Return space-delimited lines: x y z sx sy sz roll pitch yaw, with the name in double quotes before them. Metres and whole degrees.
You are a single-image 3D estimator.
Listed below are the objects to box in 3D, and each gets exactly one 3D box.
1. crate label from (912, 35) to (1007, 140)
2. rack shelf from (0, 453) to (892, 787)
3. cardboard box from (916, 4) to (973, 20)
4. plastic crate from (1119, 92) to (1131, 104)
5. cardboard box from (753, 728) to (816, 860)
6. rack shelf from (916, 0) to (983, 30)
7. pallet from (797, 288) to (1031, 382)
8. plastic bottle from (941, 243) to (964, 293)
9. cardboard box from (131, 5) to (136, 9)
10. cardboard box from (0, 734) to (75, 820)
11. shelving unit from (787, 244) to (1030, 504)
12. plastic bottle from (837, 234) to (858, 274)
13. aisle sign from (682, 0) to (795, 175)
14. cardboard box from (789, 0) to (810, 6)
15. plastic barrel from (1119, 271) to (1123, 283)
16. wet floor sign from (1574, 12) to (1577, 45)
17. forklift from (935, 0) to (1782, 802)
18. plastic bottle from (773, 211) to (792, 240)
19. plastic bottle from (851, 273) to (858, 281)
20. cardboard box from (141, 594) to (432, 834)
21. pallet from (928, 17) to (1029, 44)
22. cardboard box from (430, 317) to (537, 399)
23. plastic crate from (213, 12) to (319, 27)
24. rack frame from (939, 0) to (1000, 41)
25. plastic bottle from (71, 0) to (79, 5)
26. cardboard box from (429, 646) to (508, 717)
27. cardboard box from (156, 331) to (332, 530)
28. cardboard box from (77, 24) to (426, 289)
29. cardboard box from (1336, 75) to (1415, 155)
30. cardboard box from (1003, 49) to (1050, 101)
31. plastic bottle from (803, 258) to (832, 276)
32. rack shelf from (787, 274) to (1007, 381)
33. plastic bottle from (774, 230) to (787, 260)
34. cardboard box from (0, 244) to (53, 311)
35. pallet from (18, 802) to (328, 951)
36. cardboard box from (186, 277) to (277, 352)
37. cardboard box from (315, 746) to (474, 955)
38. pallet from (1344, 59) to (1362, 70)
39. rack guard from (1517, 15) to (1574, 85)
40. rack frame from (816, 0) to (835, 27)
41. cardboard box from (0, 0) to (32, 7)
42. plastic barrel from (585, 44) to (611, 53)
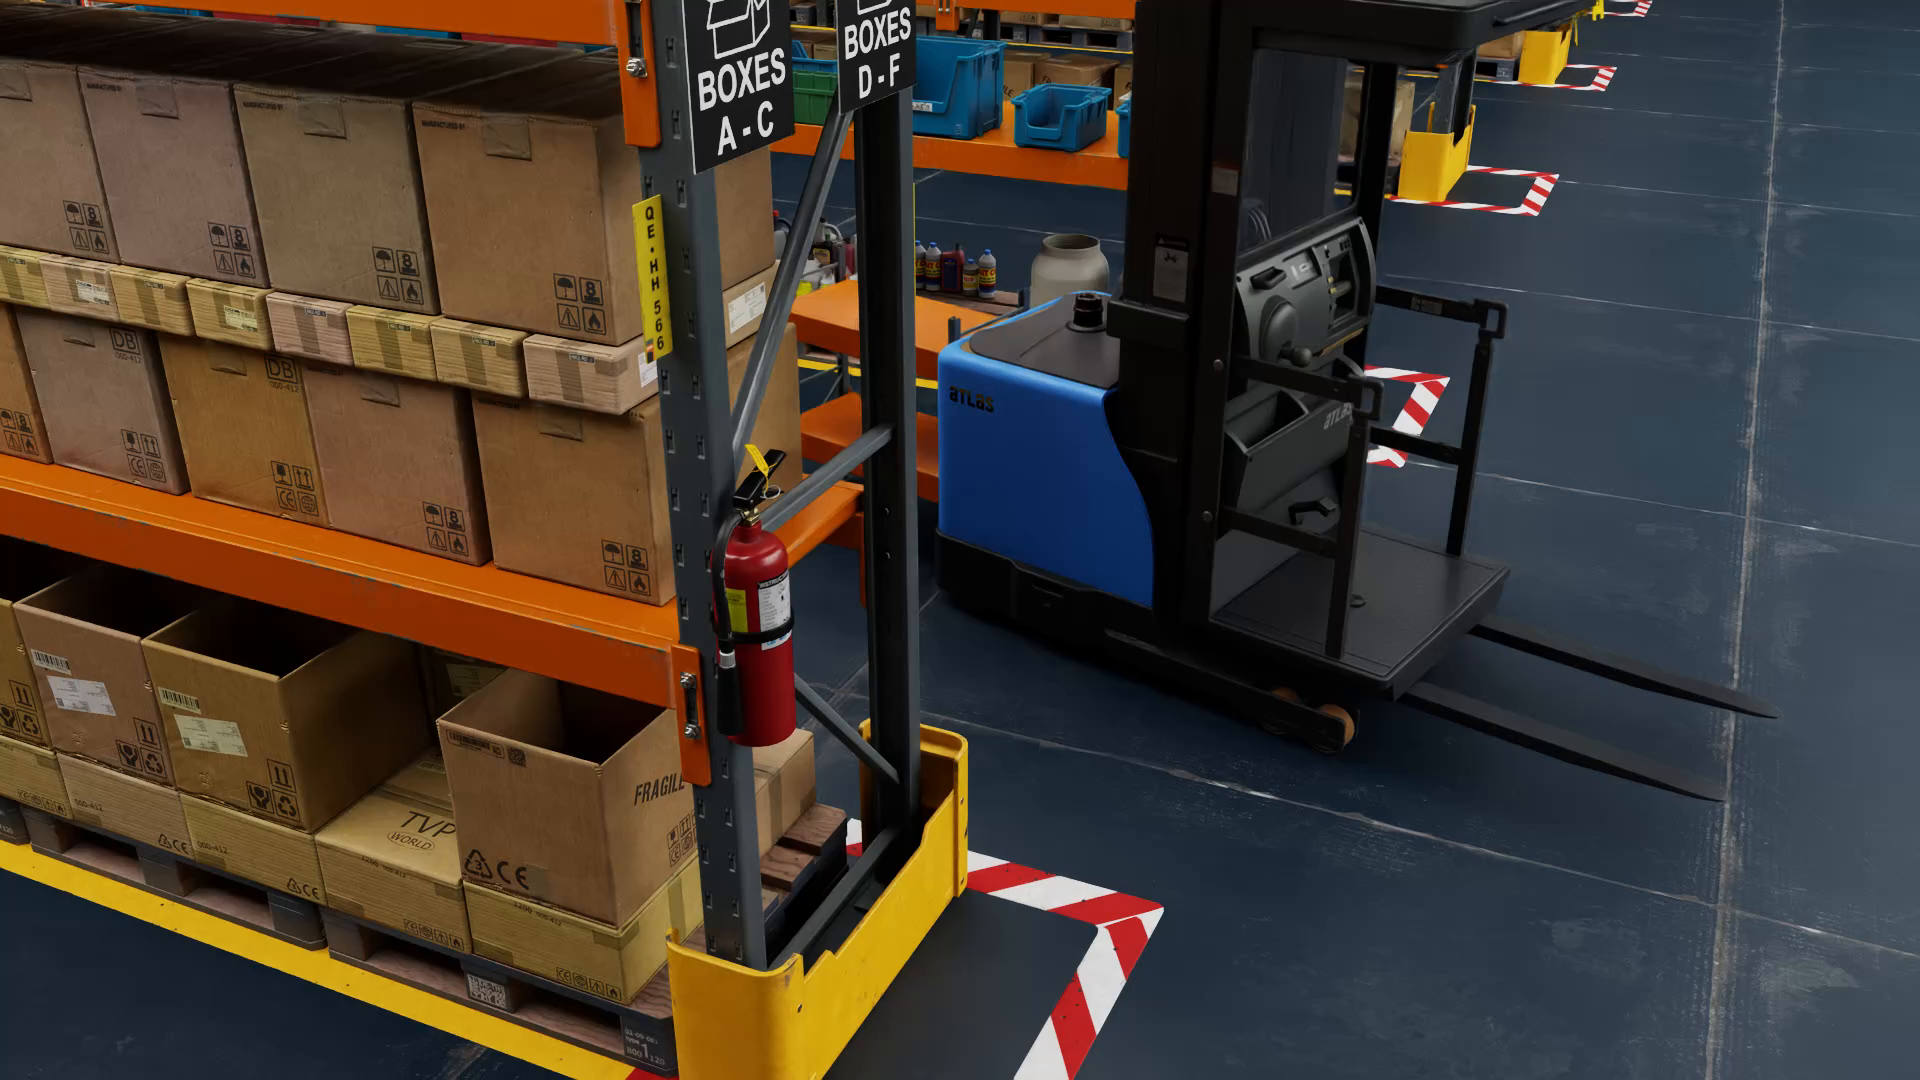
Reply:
"crate label" -0.110 -2.346 8.579 0.616 0.435 0.502 11 28 22
"rack shelf" -2.196 -0.155 4.982 4.000 0.370 1.077 11 28 22
"cardboard box" -0.095 -6.406 18.936 0.750 0.750 1.050 12 29 23
"plastic crate" 0.996 -2.277 8.778 0.250 0.136 0.298 11 28 22
"cardboard box" -0.772 0.746 4.976 0.500 0.250 0.500 11 28 22
"rack shelf" -1.734 -4.868 14.557 4.000 0.370 1.077 11 28 22
"pallet" -0.255 -1.221 9.491 1.213 0.211 1.003 11 28 22
"plastic bottle" -0.042 -1.587 9.654 0.133 0.283 0.061 12 29 23
"cardboard box" -8.582 -5.841 17.647 0.875 0.875 0.875 11 28 22
"cardboard box" -2.814 0.596 5.281 0.500 0.250 0.500 11 28 22
"shelving unit" -0.278 -0.576 7.146 1.048 1.125 0.538 19 32 34
"plastic bottle" -0.643 -1.682 9.856 0.135 0.276 0.152 12 29 23
"aisle sign" -0.438 -1.148 3.242 0.004 0.787 0.394 11 28 22
"cardboard box" -2.116 -6.615 19.644 0.500 0.500 0.500 11 28 22
"plastic barrel" 1.047 -1.264 8.763 0.421 0.512 0.421 0 26 0
"wet floor sign" 6.719 -5.805 18.309 0.232 0.644 0.267 6 27 13
"forklift" 1.368 -0.843 5.643 3.031 2.935 1.130 19 32 34
"plastic bottle" -1.083 -1.806 10.023 0.185 0.351 0.144 10 28 19
"plastic bottle" -0.520 -1.320 9.121 0.135 0.276 0.152 11 28 20
"cardboard box" -1.904 0.442 4.745 0.500 0.500 0.500 11 28 22
"pallet" 0.384 -5.884 18.961 1.213 0.211 1.003 11 28 22
"cardboard box" -1.041 -0.488 3.998 0.250 0.149 0.380 12 29 23
"plastic crate" -4.260 -3.176 10.231 0.583 0.464 0.402 11 28 22
"rack frame" 0.087 -4.825 13.655 0.127 3.000 1.000 11 28 22
"plastic bottle" -6.286 -3.803 11.720 0.135 0.276 0.152 11 28 22
"cardboard box" -1.228 0.319 4.995 0.500 0.500 0.500 11 28 22
"cardboard box" -1.725 -0.434 4.623 0.500 0.500 0.700 12 28 22
"cardboard box" -1.784 -1.024 4.353 0.500 0.500 0.700 11 28 22
"cardboard box" 3.167 -3.282 12.875 0.500 0.500 0.500 17 31 31
"cardboard box" 0.434 -3.803 13.933 0.500 0.500 0.500 10 28 20
"plastic bottle" -0.803 -1.447 9.378 0.135 0.276 0.152 11 28 22
"rack shelf" -0.278 -0.838 7.017 1.000 0.278 0.538 19 32 34
"plastic bottle" -1.121 -1.708 9.909 0.135 0.276 0.152 11 28 22
"cardboard box" -2.441 -0.770 4.571 0.250 0.149 0.380 11 28 21
"pallet" -2.196 0.793 5.401 1.213 0.211 1.003 11 28 22
"cardboard box" -1.742 -0.629 4.285 0.250 0.149 0.380 12 29 23
"cardboard box" -1.446 0.868 4.729 0.500 0.250 0.500 11 28 22
"pallet" 4.006 -5.157 17.486 1.213 0.211 1.003 11 28 22
"rack guard" 5.895 -4.944 16.726 0.348 0.500 1.175 11 28 22
"rack frame" -1.409 -7.533 19.154 0.127 3.000 1.000 11 28 22
"cardboard box" -3.150 -1.299 4.911 0.500 0.500 0.700 11 28 22
"plastic barrel" -2.190 -3.251 9.890 0.708 0.901 0.600 11 28 22
